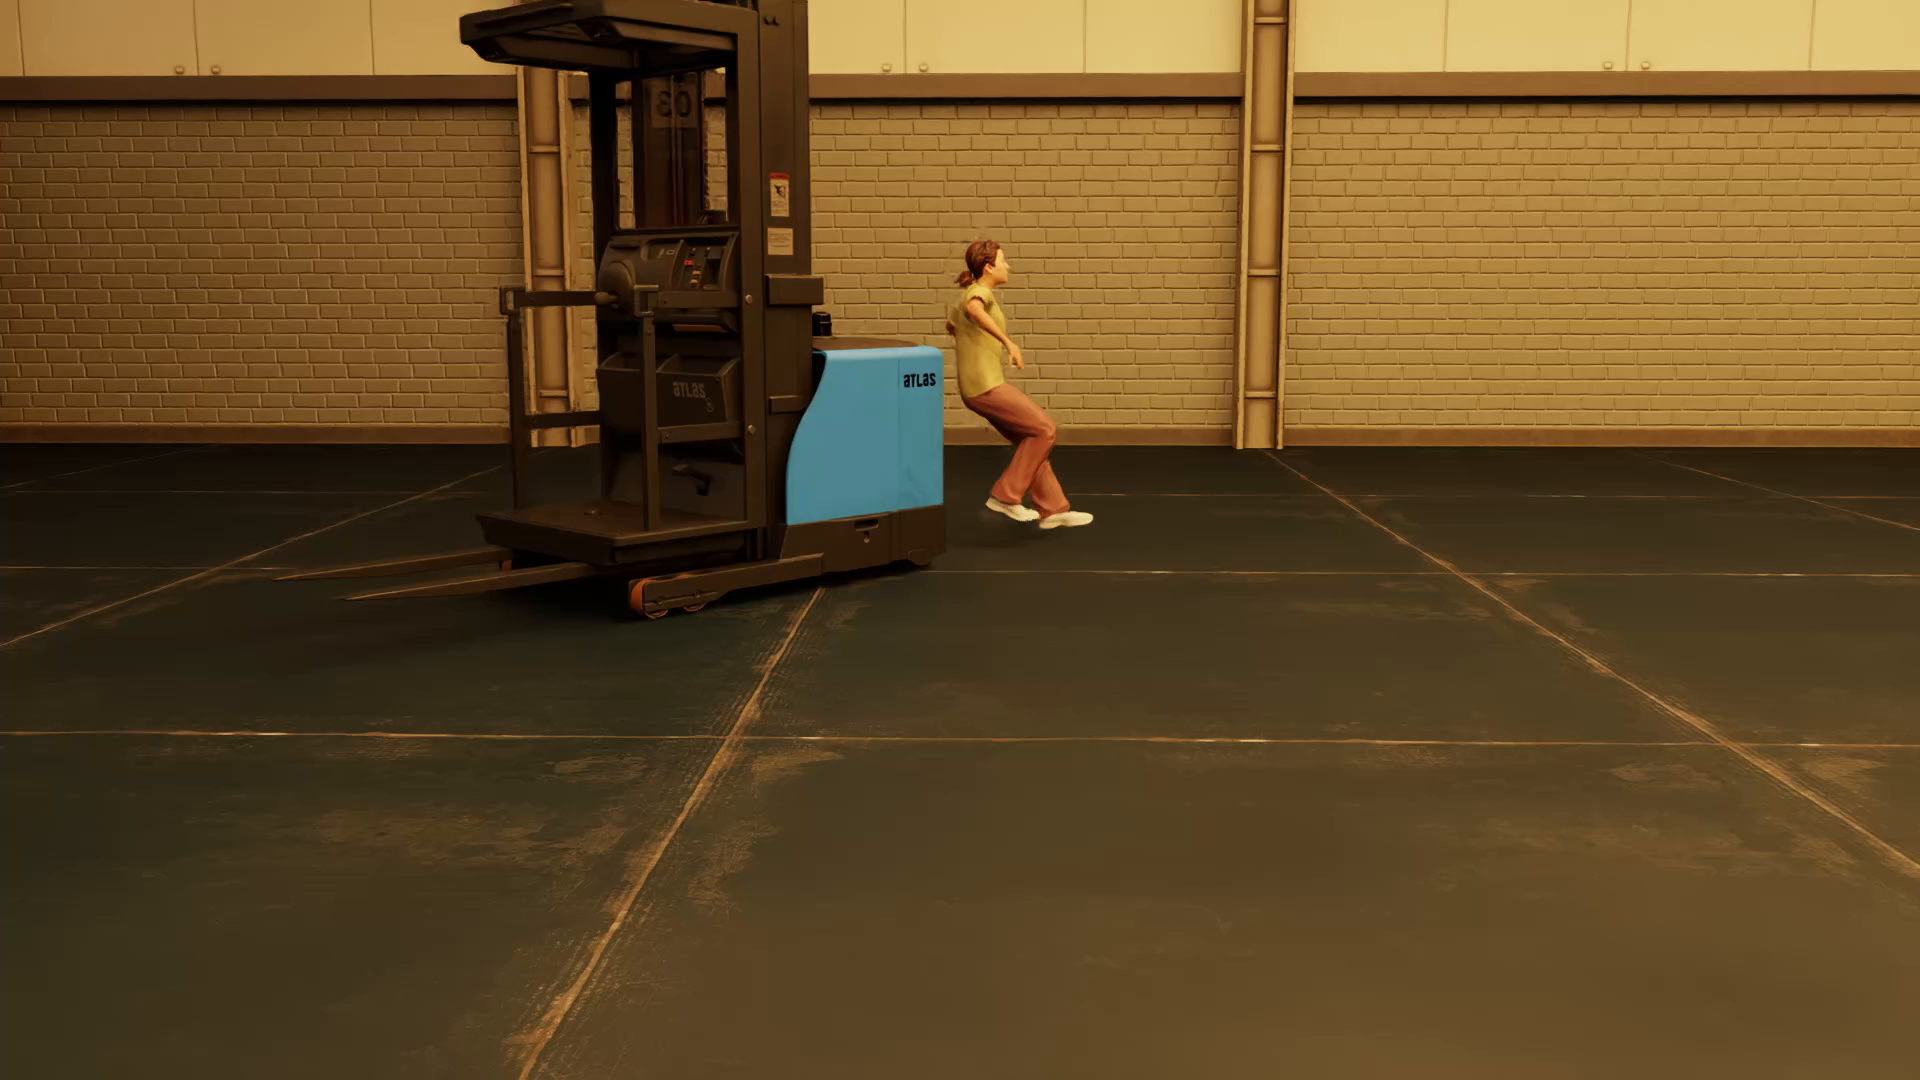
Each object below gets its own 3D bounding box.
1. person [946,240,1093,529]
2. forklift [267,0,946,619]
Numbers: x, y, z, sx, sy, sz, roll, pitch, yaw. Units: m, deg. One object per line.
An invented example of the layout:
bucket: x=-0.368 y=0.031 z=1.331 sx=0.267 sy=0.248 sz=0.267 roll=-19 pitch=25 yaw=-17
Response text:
person: x=0.338 y=-0.822 z=8.950 sx=0.803 sy=1.564 sz=0.904 roll=0 pitch=9 yaw=-3
forklift: x=-1.446 y=-1.210 z=7.214 sx=1.130 sy=2.935 sz=3.031 roll=8 pitch=12 yaw=43
